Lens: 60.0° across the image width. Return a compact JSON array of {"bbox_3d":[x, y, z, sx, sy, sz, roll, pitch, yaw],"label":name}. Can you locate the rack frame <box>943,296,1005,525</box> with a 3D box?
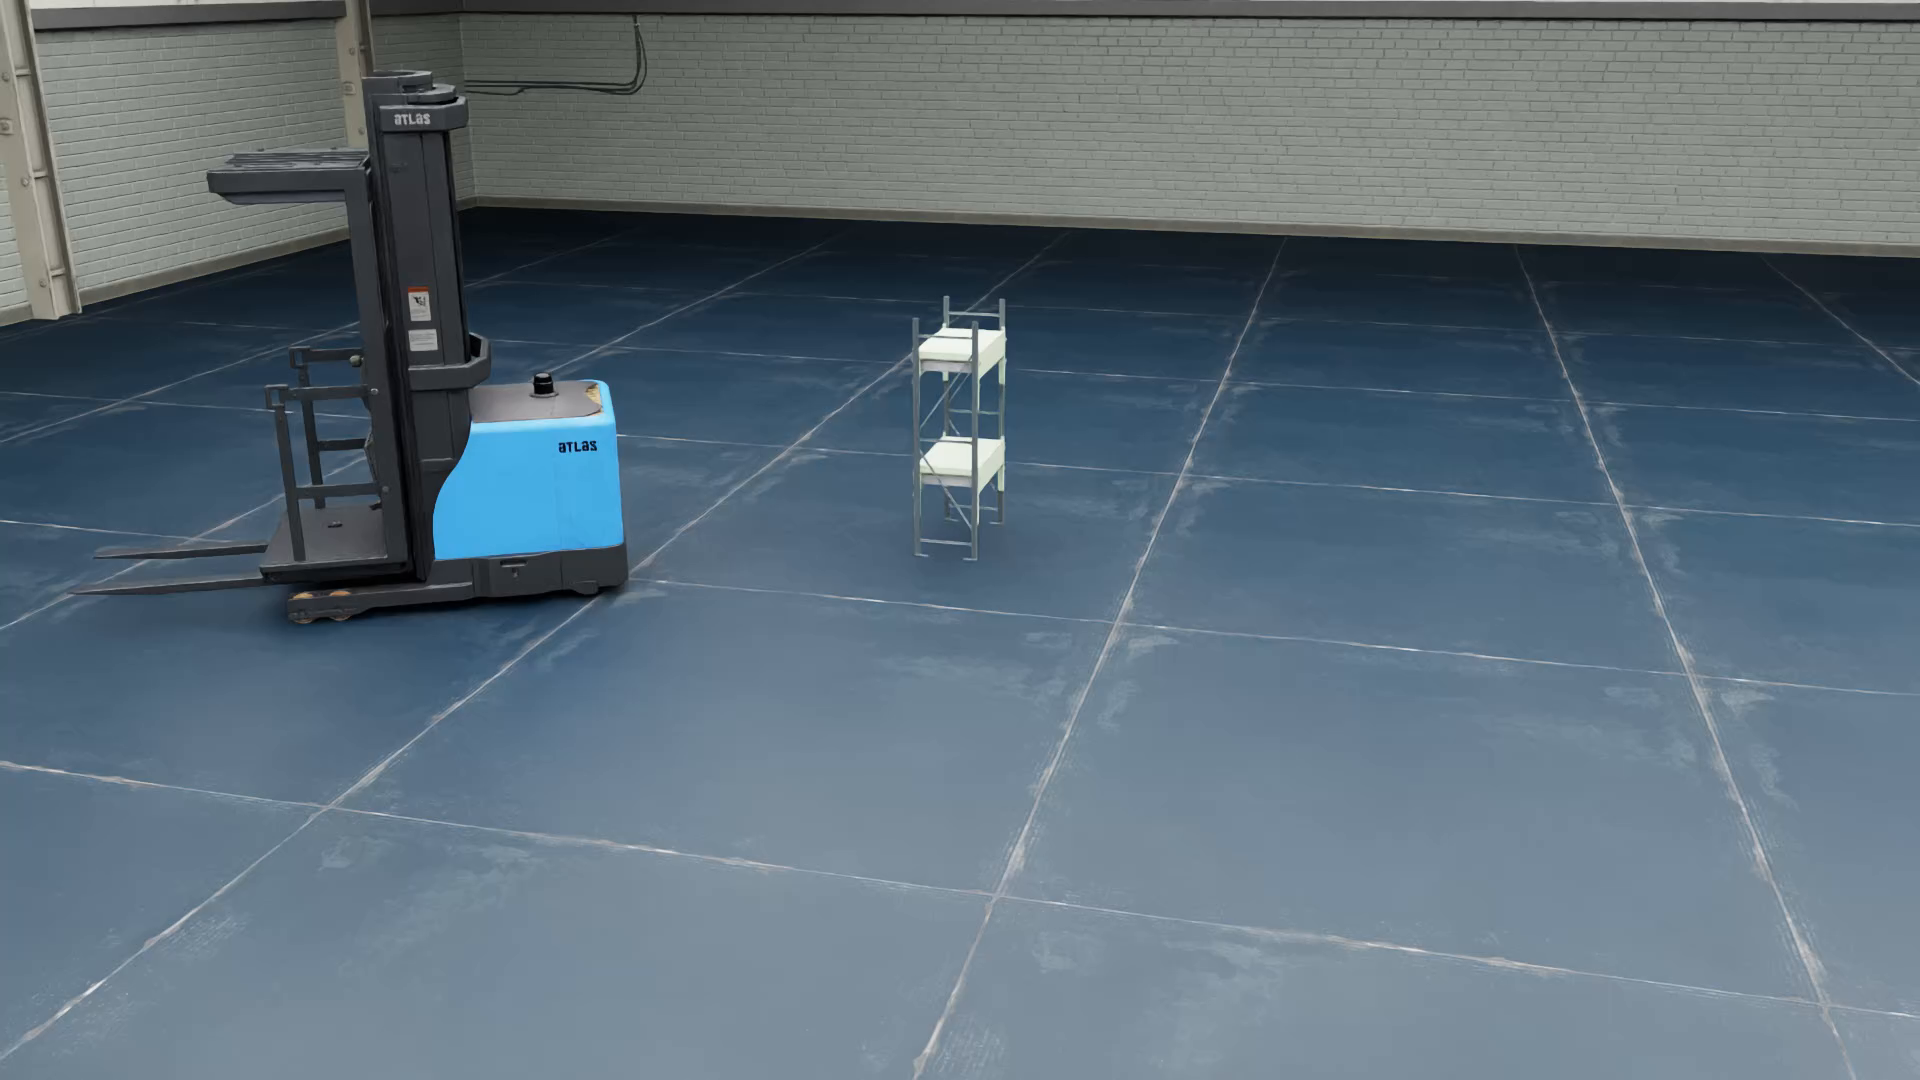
[{"bbox_3d":[0.091,-0.827,10.787,0.400,1.500,0.023,5,19,13],"label":"rack frame"}]

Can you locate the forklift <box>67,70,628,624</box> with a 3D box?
[{"bbox_3d":[-3.526,-1.107,9.394,3.031,2.935,1.130,-5,19,-13],"label":"forklift"}]

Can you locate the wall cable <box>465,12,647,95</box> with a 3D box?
[{"bbox_3d":[-6.131,-7.877,24.630,3.097,2.526,0.112,5,19,13],"label":"wall cable"}]

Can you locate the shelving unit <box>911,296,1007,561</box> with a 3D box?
[{"bbox_3d":[0.002,-0.712,10.451,0.431,1.500,0.755,5,19,13],"label":"shelving unit"}]

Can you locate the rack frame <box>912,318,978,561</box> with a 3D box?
[{"bbox_3d":[-0.088,-0.597,10.115,0.400,1.500,0.023,5,19,13],"label":"rack frame"}]

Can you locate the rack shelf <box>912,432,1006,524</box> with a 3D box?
[{"bbox_3d":[0.002,-0.403,10.557,0.431,0.370,0.720,5,19,13],"label":"rack shelf"}]

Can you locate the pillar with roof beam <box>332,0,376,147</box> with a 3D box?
[{"bbox_3d":[-3.959,-8.187,20.735,9.100,9.000,0.400,5,19,13],"label":"pillar with roof beam"}]

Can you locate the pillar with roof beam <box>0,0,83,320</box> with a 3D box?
[{"bbox_3d":[-5.425,-6.307,15.230,9.100,9.000,0.400,5,19,13],"label":"pillar with roof beam"}]

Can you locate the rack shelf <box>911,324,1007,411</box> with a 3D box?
[{"bbox_3d":[0.002,-1.081,10.325,0.431,0.370,0.720,5,19,13],"label":"rack shelf"}]
